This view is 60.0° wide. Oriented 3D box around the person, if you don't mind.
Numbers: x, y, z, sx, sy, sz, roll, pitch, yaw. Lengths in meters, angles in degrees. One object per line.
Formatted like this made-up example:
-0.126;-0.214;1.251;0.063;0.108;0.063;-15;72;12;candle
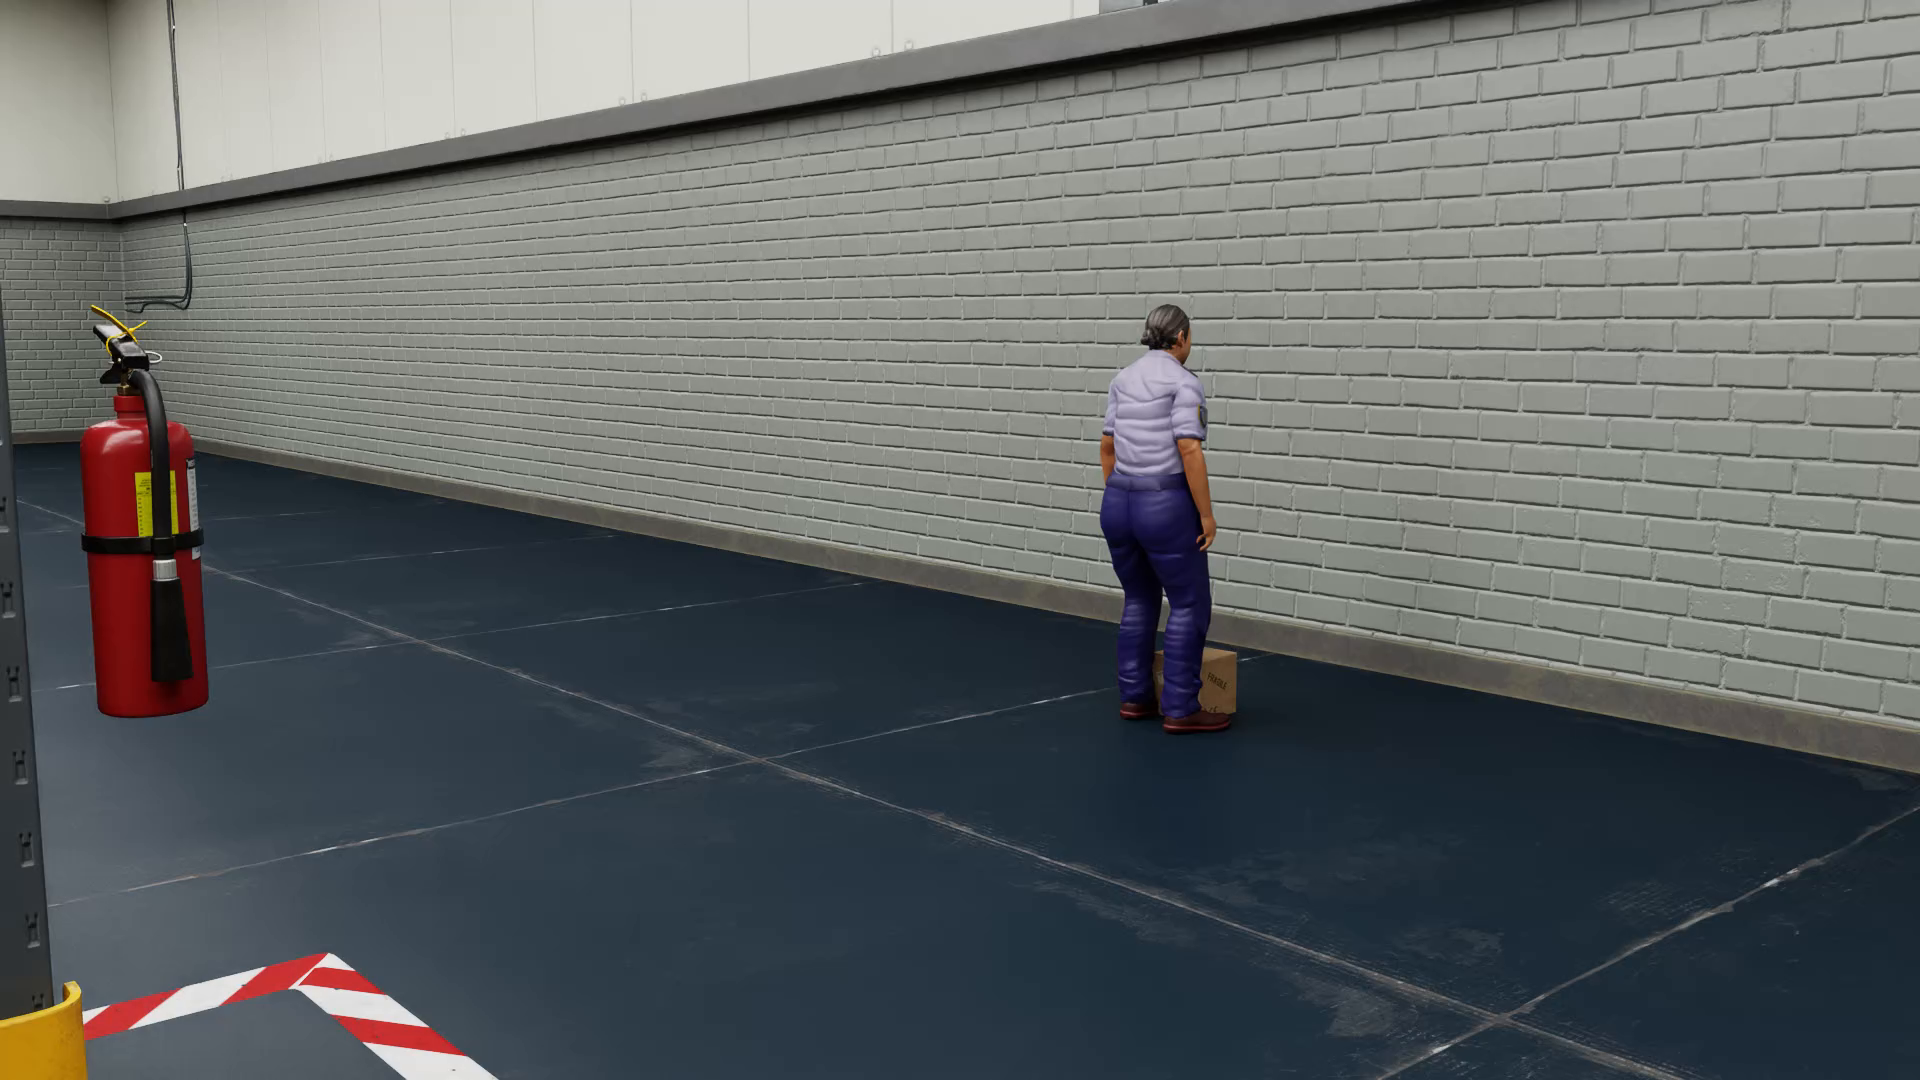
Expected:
0.792;-0.094;6.527;0.415;1.652;0.537;-6;10;-40;person
